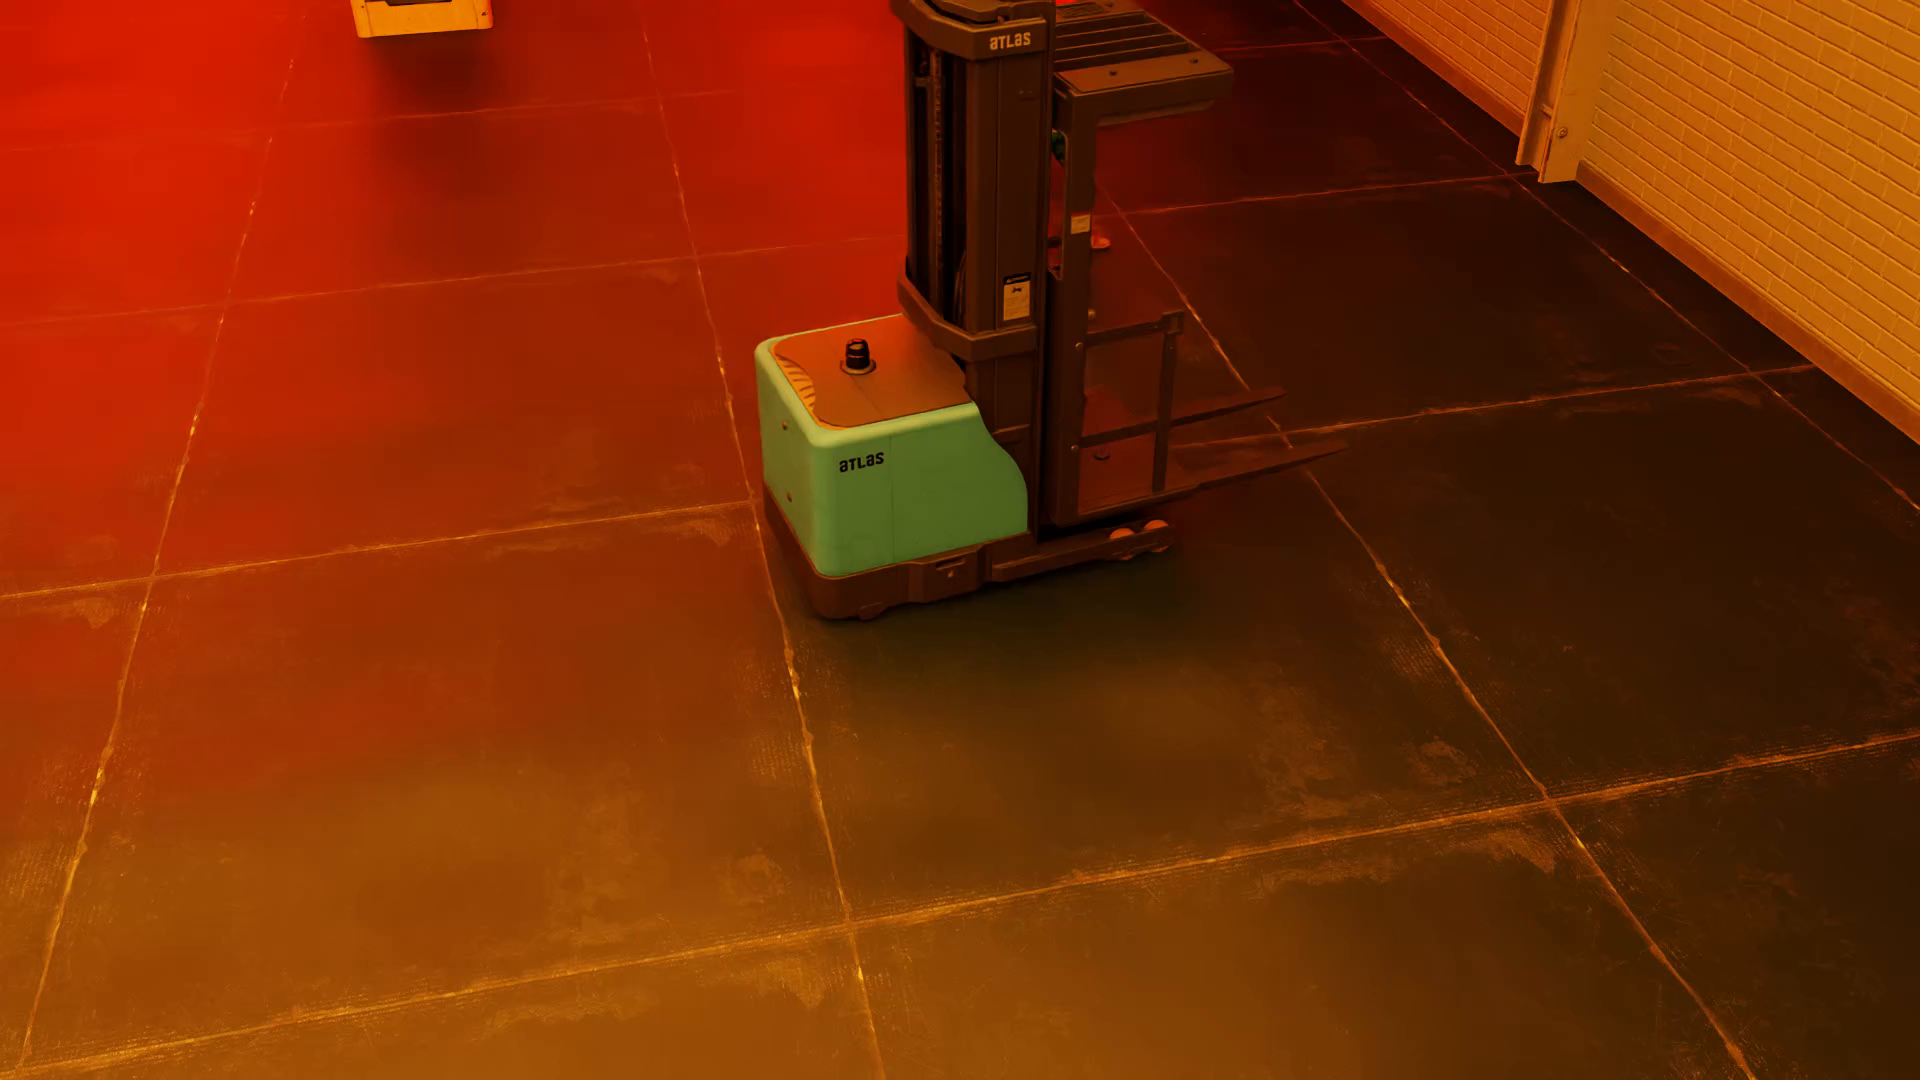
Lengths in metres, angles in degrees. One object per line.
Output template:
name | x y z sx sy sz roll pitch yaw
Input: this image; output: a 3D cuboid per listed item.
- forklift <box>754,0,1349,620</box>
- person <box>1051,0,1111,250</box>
forklift | 0.553 -1.355 7.933 3.031 2.935 1.130 -14 38 -18
person | 0.580 -2.648 10.761 0.880 1.747 0.455 -12 38 -16
